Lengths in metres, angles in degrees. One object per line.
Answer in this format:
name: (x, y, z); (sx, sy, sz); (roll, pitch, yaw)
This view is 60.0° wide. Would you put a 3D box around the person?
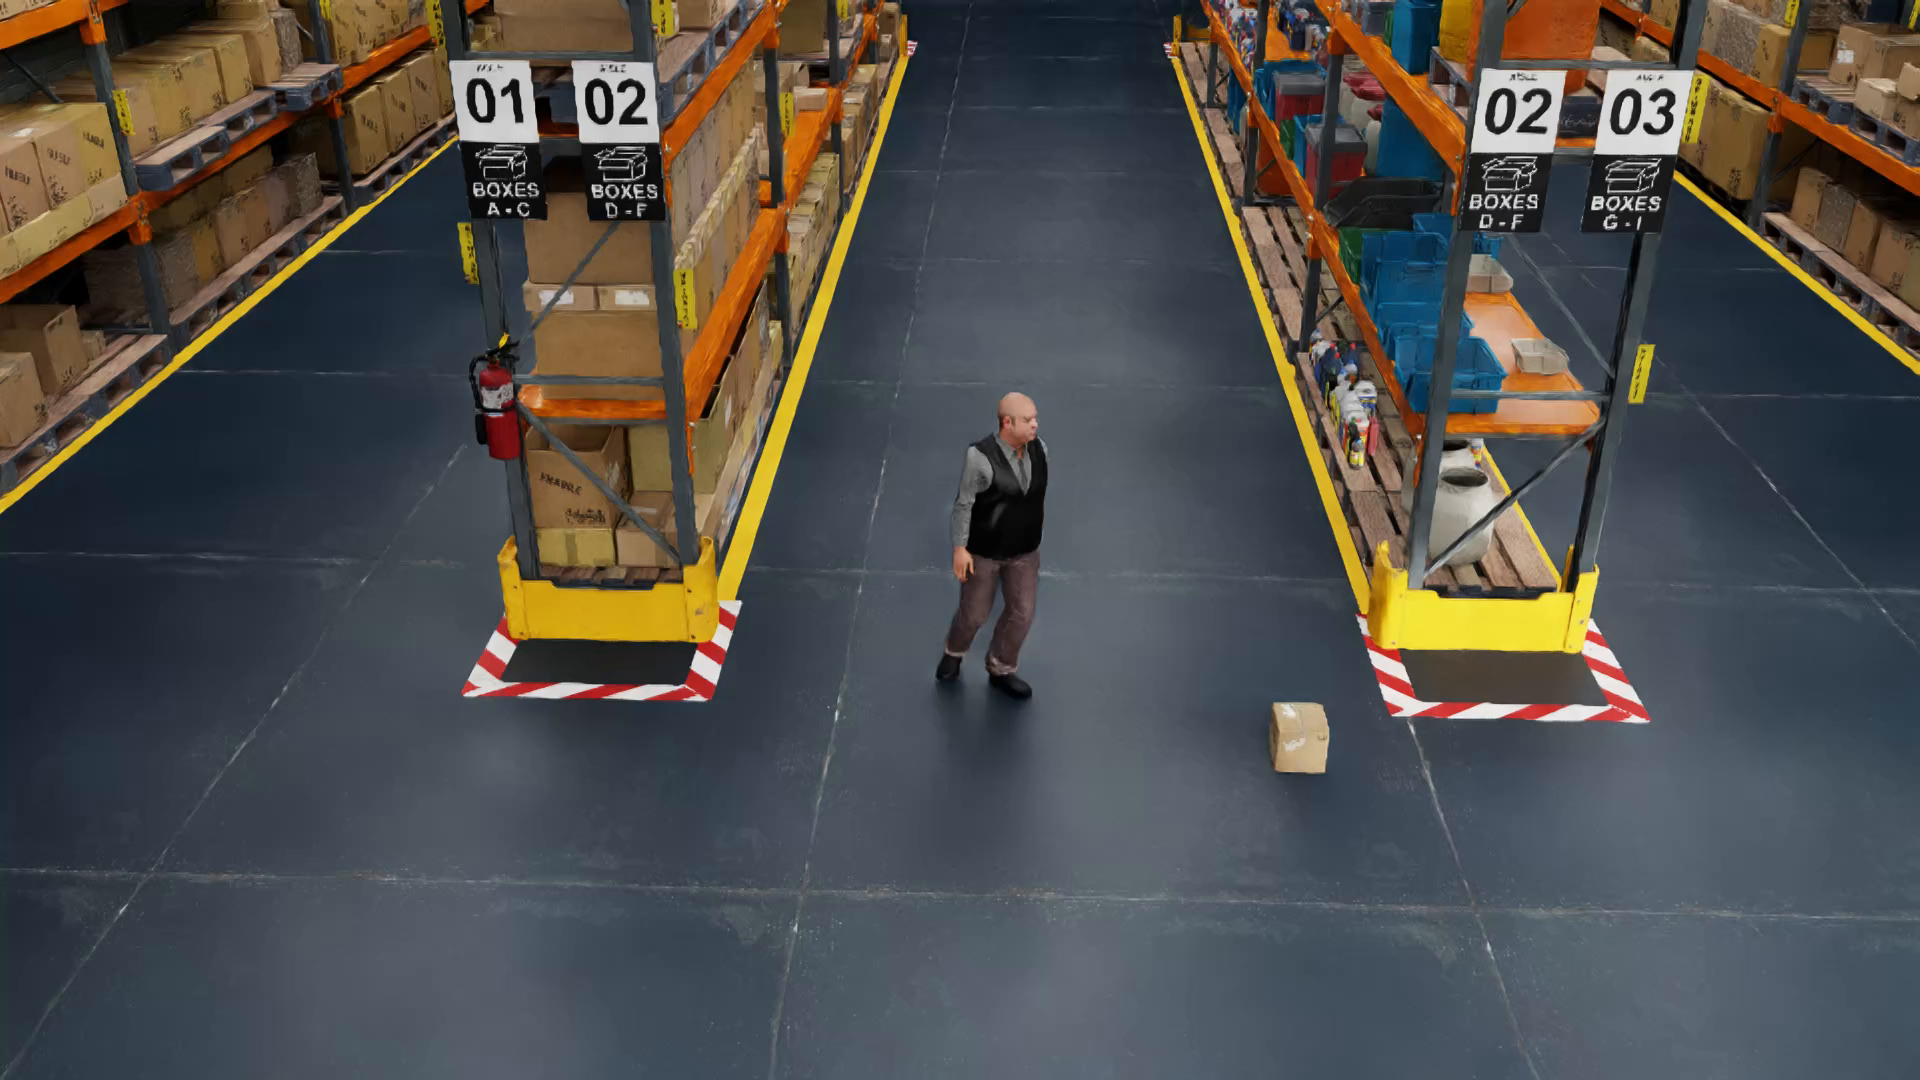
person: (0.173, 0.003, 8.645); (0.579, 1.709, 0.545); (-16, 32, -28)
